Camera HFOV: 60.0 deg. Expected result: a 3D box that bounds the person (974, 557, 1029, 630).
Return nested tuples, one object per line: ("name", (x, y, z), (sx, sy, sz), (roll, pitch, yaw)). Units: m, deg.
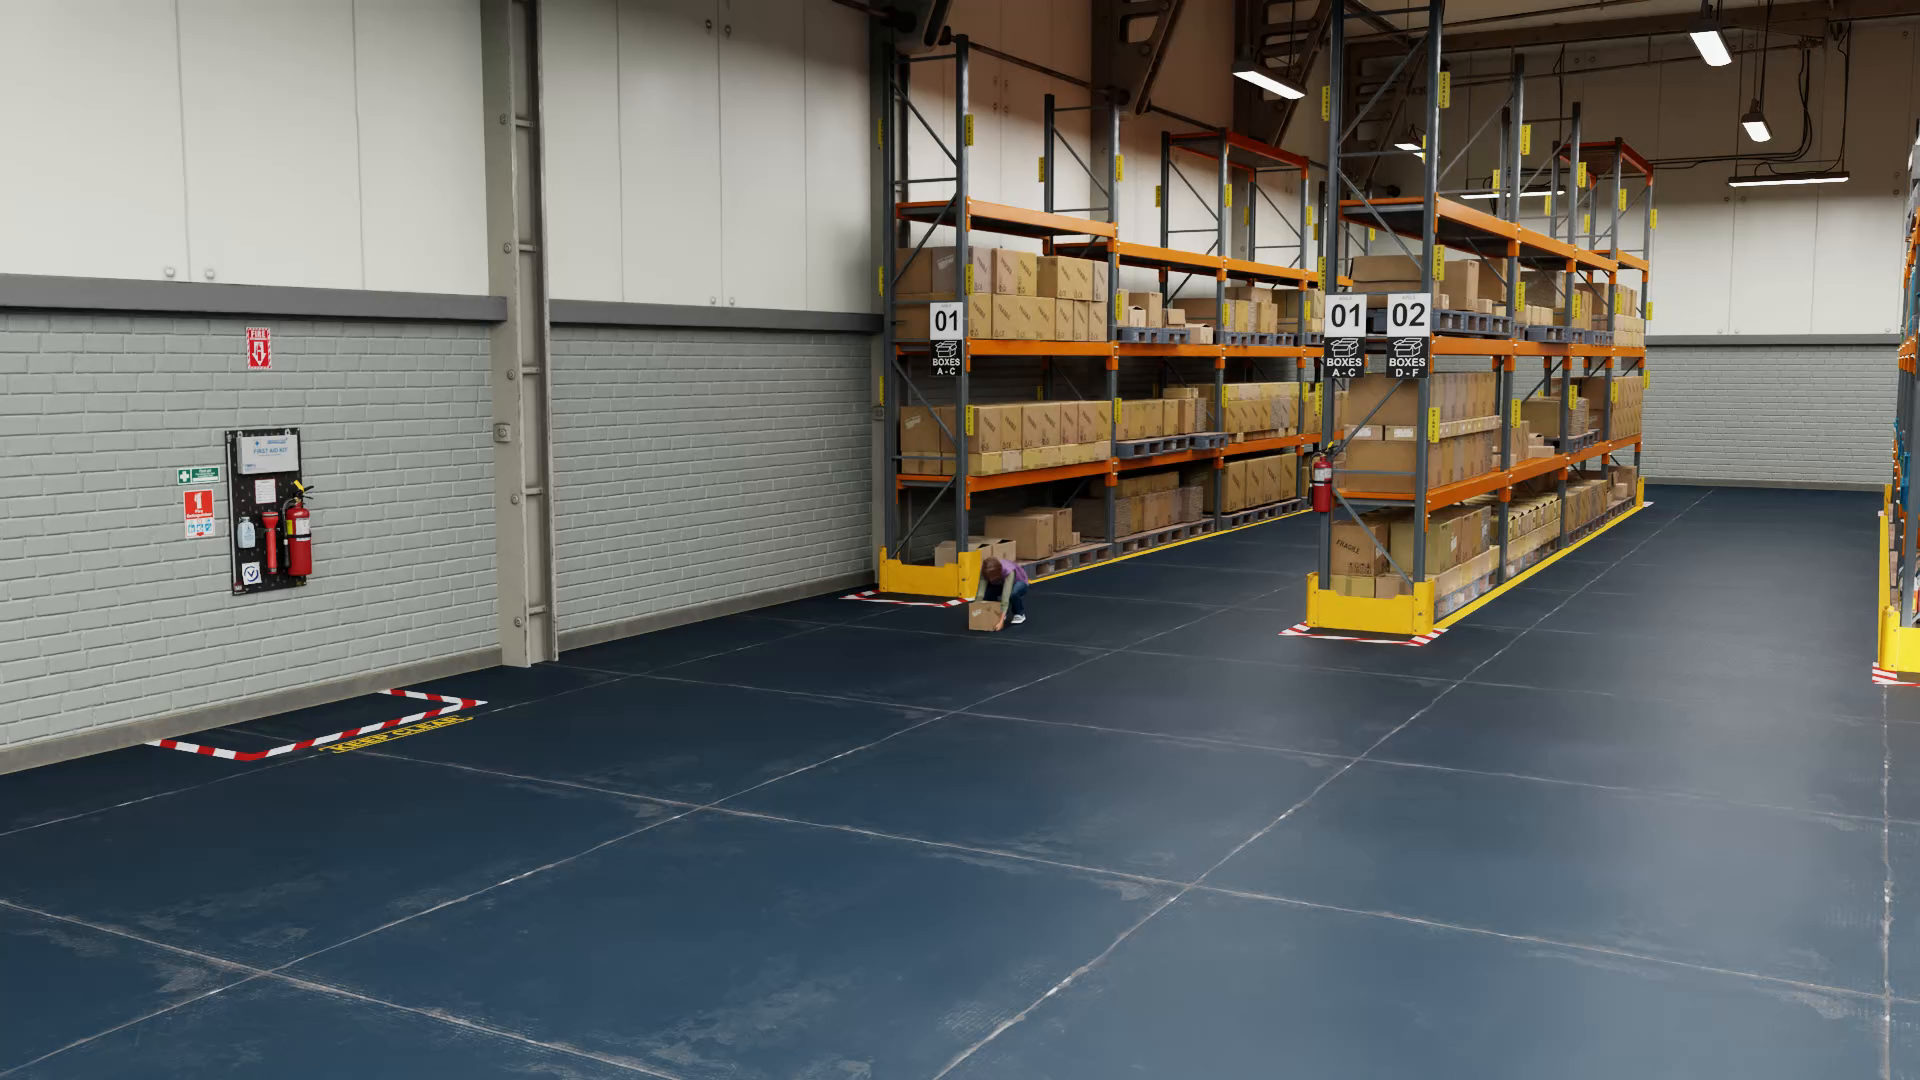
("person", (0.407, 0.513, 16.307), (0.431, 0.770, 0.834), (3, 7, 28))
